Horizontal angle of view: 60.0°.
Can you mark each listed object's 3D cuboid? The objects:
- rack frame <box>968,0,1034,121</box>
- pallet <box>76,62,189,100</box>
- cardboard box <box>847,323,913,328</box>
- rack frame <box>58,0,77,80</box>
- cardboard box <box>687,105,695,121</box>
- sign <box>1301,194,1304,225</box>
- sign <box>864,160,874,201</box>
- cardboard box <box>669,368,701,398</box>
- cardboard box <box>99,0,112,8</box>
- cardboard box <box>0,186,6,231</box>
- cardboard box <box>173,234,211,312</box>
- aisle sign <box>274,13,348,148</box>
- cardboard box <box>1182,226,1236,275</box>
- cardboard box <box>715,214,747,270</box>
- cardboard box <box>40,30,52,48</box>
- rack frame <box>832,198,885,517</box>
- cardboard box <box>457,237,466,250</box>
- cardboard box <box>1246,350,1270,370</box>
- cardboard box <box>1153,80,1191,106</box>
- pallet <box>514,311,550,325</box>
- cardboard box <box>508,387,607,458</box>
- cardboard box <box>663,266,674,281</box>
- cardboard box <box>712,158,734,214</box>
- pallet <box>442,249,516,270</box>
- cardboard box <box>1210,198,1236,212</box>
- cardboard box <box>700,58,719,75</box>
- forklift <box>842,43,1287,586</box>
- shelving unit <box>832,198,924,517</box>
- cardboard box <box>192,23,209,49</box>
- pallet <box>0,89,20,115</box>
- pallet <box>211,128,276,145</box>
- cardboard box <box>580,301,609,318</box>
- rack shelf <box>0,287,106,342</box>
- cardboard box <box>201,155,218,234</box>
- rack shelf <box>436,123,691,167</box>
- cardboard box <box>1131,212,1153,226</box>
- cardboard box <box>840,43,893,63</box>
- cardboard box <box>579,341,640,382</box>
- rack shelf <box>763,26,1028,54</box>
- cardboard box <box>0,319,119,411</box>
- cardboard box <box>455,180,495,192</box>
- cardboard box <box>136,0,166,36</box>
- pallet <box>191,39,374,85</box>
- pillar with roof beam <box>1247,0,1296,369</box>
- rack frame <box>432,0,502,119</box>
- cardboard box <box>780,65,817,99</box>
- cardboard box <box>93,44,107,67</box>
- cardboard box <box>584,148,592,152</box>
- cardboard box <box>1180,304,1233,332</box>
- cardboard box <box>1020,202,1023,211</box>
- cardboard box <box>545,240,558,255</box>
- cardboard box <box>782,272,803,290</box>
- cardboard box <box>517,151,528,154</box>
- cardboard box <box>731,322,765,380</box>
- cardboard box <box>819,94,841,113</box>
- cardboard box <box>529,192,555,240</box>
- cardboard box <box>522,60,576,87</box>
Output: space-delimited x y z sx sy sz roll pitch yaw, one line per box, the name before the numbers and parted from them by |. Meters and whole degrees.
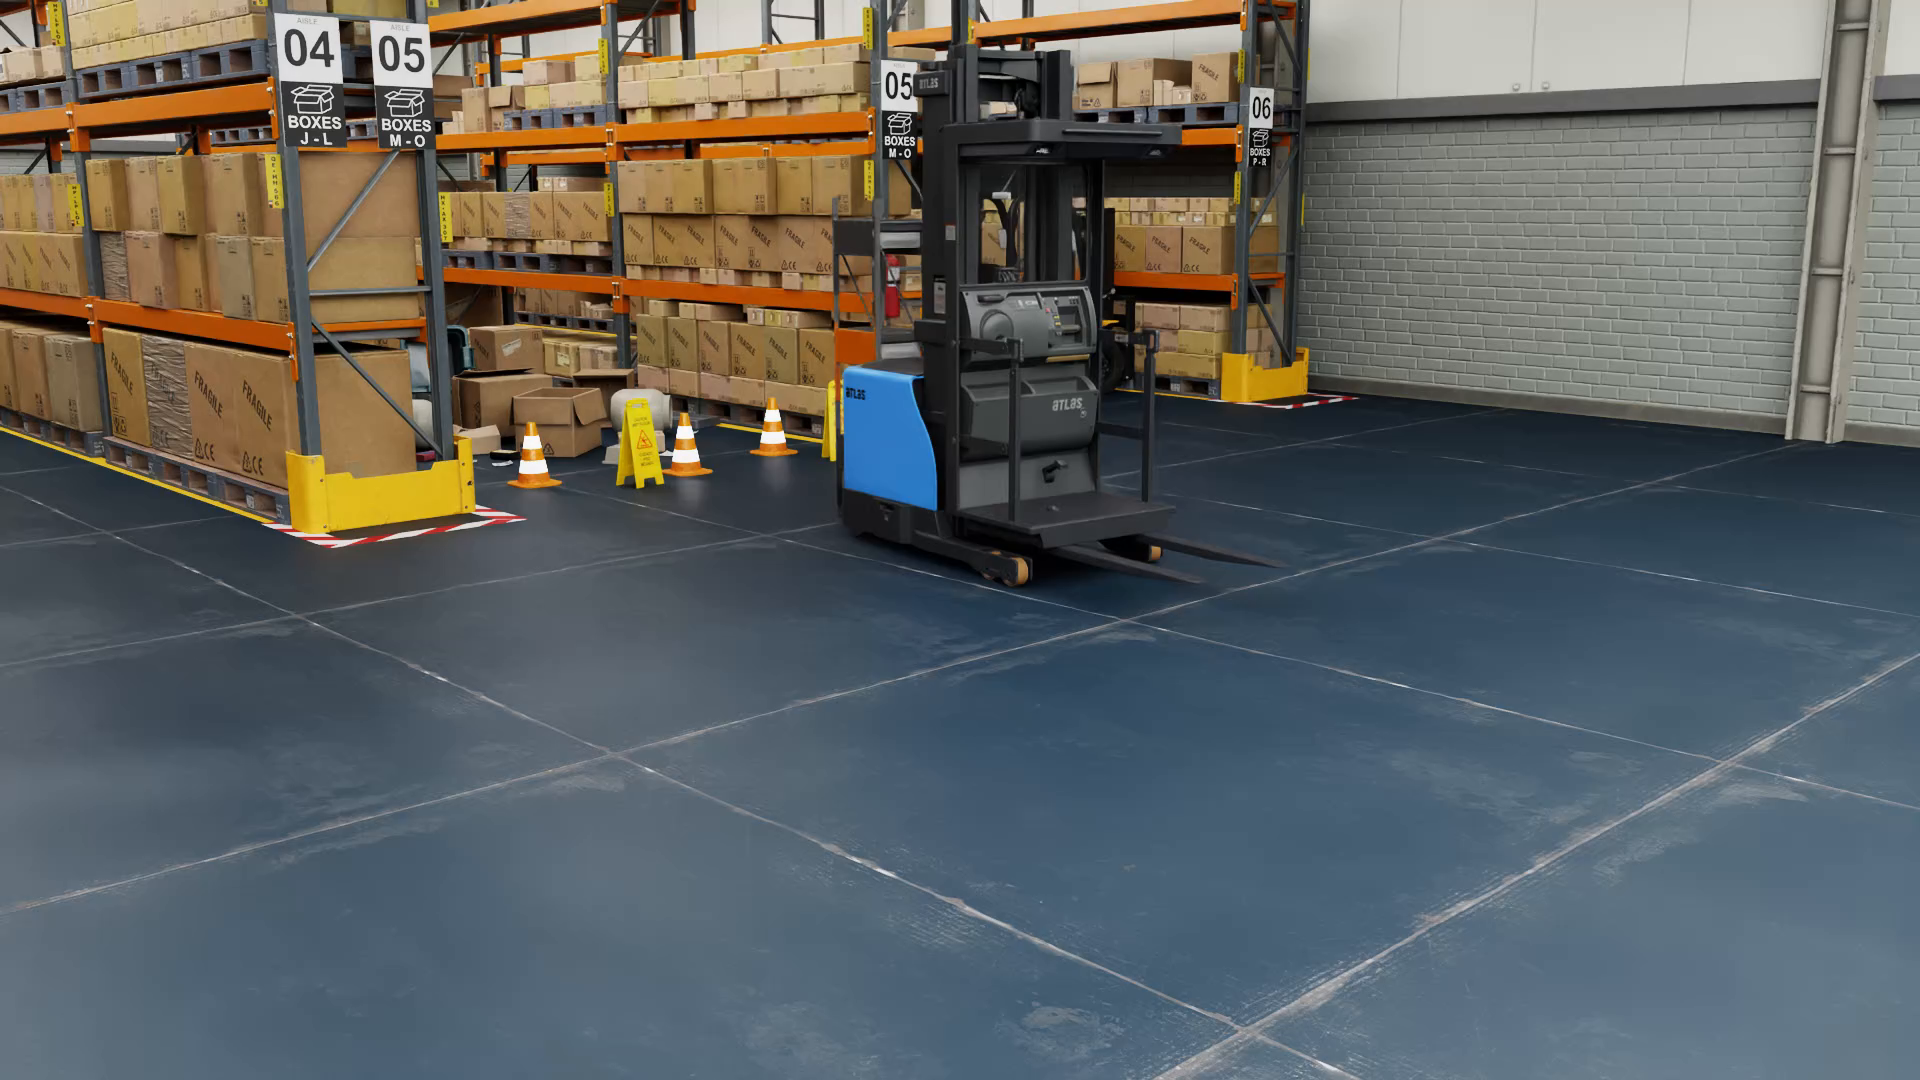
rack frame | 0.493 -6.531 19.810 1.000 3.000 0.127 -11 16 -43
pallet | -6.047 -3.501 12.755 1.003 0.211 1.213 -11 16 -43
cardboard box | -0.706 -1.702 15.156 0.500 0.500 0.500 11 16 43
rack frame | -6.605 -5.134 13.030 1.000 3.000 0.127 -11 16 -43
cardboard box | -2.344 -4.017 15.666 0.250 0.149 0.380 11 16 43
sign | 3.661 -3.548 17.857 0.100 0.325 0.005 -11 16 -43
sign | -0.747 -2.964 13.712 0.100 0.325 0.005 -11 16 -43
cardboard box | -2.505 -1.559 16.319 0.500 0.250 0.500 -10 15 -39
cardboard box | -6.072 -3.975 12.198 0.380 0.149 0.250 -11 16 -43
cardboard box | -8.714 -3.178 15.676 0.700 0.500 0.500 -11 16 -43
cardboard box | -5.219 -1.981 12.223 0.875 0.550 0.500 -11 16 -43
aisle sign | -4.010 -2.833 10.286 0.394 0.787 0.004 -11 16 -43
cardboard box | 2.726 -3.093 17.742 0.500 0.500 0.500 -11 16 -44
cardboard box | -1.928 -2.776 15.466 0.500 0.500 0.500 -11 16 -42
cardboard box | -7.964 -4.338 15.062 0.500 0.500 0.500 -11 16 -43
rack frame | -0.664 -1.211 11.084 0.400 2.100 0.015 -9 14 -36
cardboard box | -5.596 -3.447 19.293 0.250 0.149 0.380 11 16 42
cardboard box | 3.058 -1.967 18.297 0.500 0.250 0.500 -11 16 -42
cardboard box | 2.289 -4.782 17.801 0.396 0.266 0.258 -11 16 -42
pallet | -7.190 -3.851 28.579 1.003 0.211 1.213 -11 16 -43
cardboard box | -3.376 -0.997 14.005 0.637 0.503 0.797 1 12 6
cardboard box | -2.691 -2.622 16.329 0.380 0.149 0.250 -11 16 -43
cardboard box | -1.857 -3.272 15.397 0.700 0.500 0.500 -11 16 -43
pallet | -5.287 -3.301 19.475 1.213 0.211 1.003 -11 16 -43
cardboard box | 2.856 -3.544 17.587 0.380 0.149 0.250 -11 16 -42
cardboard box | -2.174 -4.363 15.368 0.380 0.149 0.250 -11 16 -43
forklift | 0.536 -1.290 9.411 1.130 2.935 3.031 -9 14 -36
shelving unit | -0.518 -1.171 10.892 0.431 2.100 0.503 -9 14 -36
cardboard box | -4.842 -3.325 11.018 0.380 0.149 0.250 -11 16 -42
pallet | -8.109 -3.907 14.975 1.003 0.211 1.213 -10 15 -40
pallet | -10.015 -5.792 23.879 1.003 0.211 1.213 -11 16 -43
cardboard box | -5.875 -3.719 26.764 0.396 0.266 0.258 -10 15 -41
rack shelf | -7.986 -2.135 15.125 1.077 0.370 4.000 -11 16 -43
cardboard box | -4.805 -2.442 11.783 0.875 0.550 0.550 -11 16 -43
rack shelf | -4.475 -4.309 18.242 1.077 0.370 4.000 -11 16 -43
cardboard box | 2.099 -3.537 18.289 0.250 0.149 0.380 11 16 43
cardboard box | -0.779 -4.061 13.904 0.380 0.149 0.250 -11 16 -42
cardboard box | -3.458 -1.895 17.648 0.950 0.372 0.625 -11 16 -42
rack shelf | -0.888 -6.274 21.339 1.077 0.370 4.000 -11 16 -43
cardboard box | -8.405 -1.655 15.544 1.050 0.750 0.750 -11 16 -42
cardboard box | -6.020 -4.129 20.292 0.500 0.500 0.500 11 16 43
cardboard box | -5.421 -3.661 11.658 0.500 0.250 0.500 -11 16 -42
pallet | -4.362 -3.144 11.027 1.003 0.211 1.213 -11 16 -43
pillar with roof beam | 0.313 -5.574 15.167 9.100 9.000 0.400 -11 16 -43
rack frame | -5.857 -6.422 19.283 1.000 3.000 0.127 -11 16 -43
cardboard box | -1.217 -3.970 14.451 0.500 0.250 0.500 -11 16 -43
cardboard box | -6.248 -3.622 12.458 0.380 0.149 0.250 -11 16 -43
cardboard box | -5.660 -6.154 26.035 0.380 0.149 0.250 -11 16 -43
cardboard box | 2.712 -2.381 17.831 0.500 0.250 0.500 -10 15 -41
cardboard box | 0.927 -3.955 19.584 0.380 0.149 0.250 -11 16 -44
cardboard box | -4.201 -3.130 17.751 0.380 0.149 0.250 -11 16 -42
cardboard box | -1.361 -2.313 14.830 0.380 0.149 0.250 -11 16 -42
cardboard box | -7.093 -6.449 27.467 0.380 0.149 0.250 -11 16 -43
cardboard box | -1.780 -1.774 15.502 0.500 0.500 0.500 11 16 44
cardboard box | -0.976 -3.707 14.162 0.380 0.149 0.250 -11 16 -42
cardboard box | -4.275 -3.484 17.865 0.500 0.500 0.500 -10 15 -41
cardboard box | -4.307 -4.959 17.707 0.500 0.250 0.500 -11 16 -42
